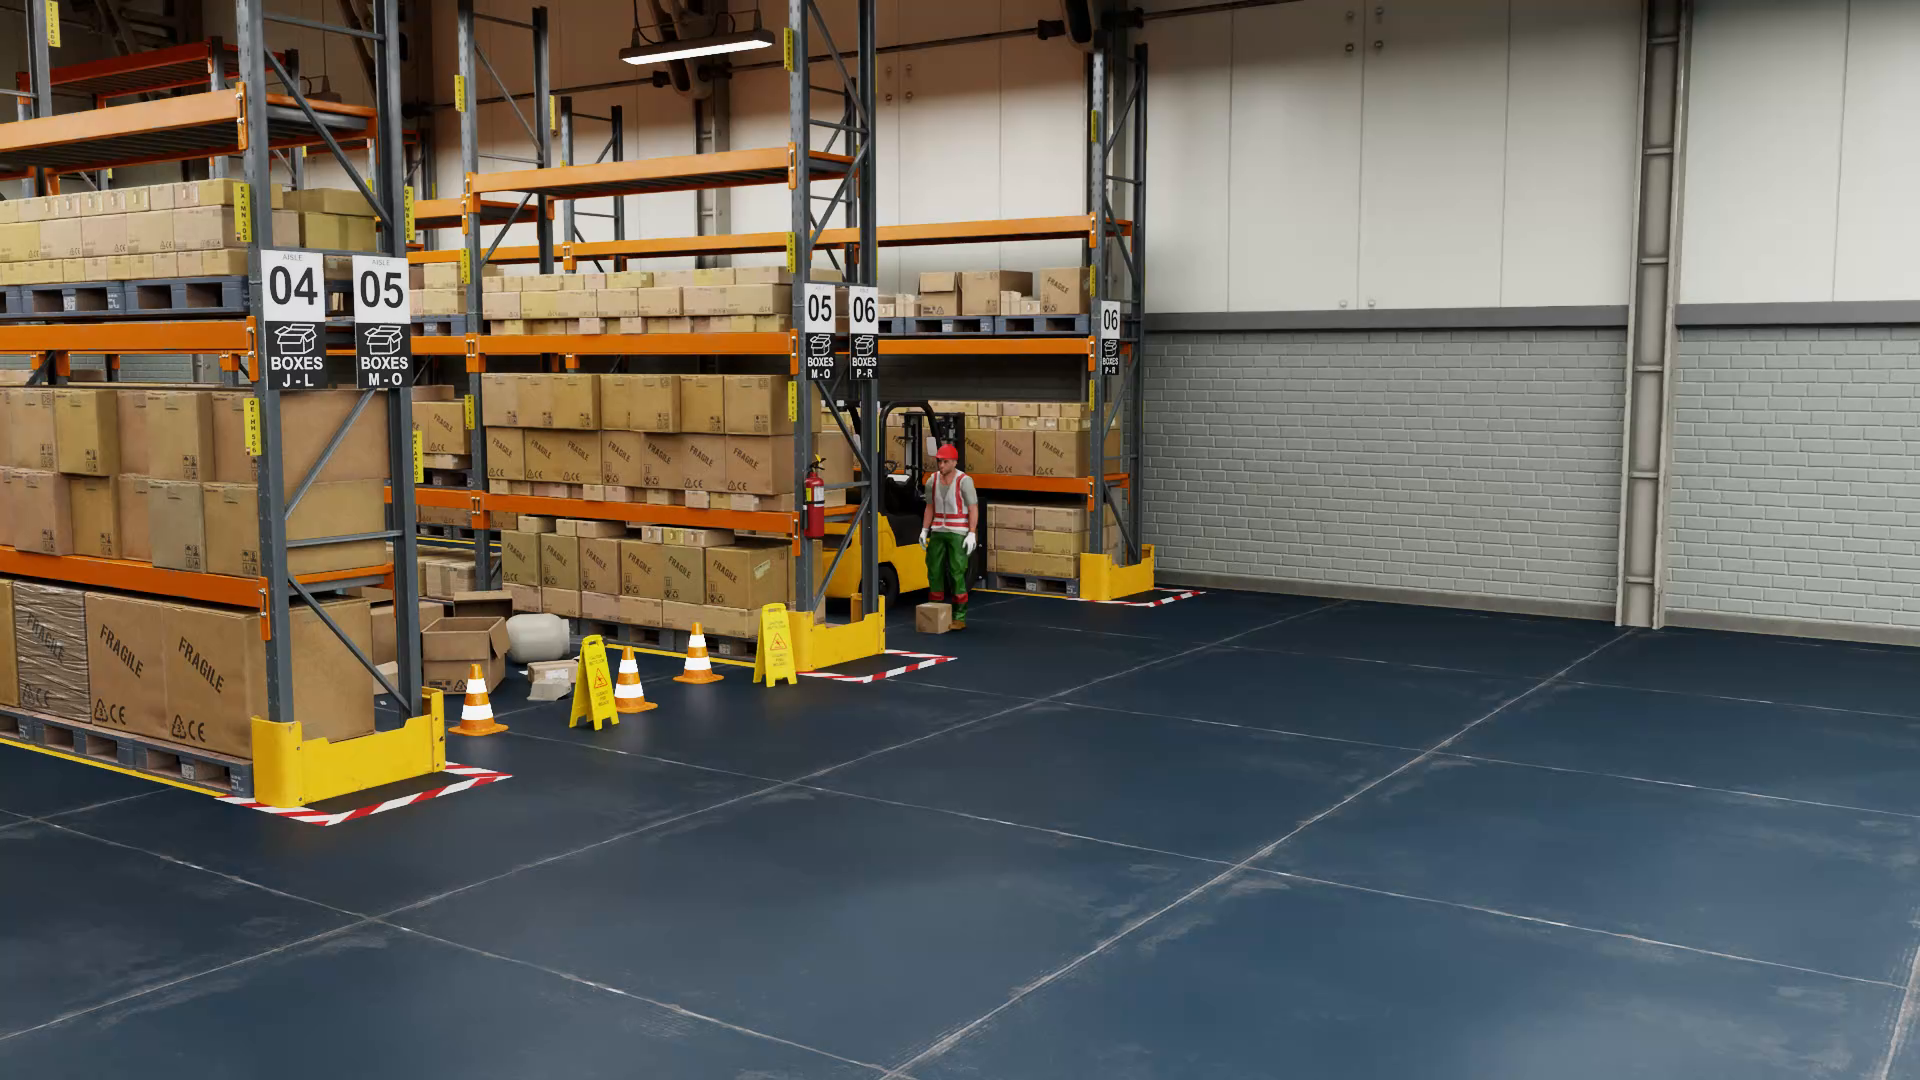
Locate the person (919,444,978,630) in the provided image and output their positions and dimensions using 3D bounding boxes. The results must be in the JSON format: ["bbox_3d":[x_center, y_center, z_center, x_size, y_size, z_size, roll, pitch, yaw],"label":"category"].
[{"bbox_3d":[-0.116,-0.034,15.966,0.612,1.778,0.451,4,7,30],"label":"person"}]
